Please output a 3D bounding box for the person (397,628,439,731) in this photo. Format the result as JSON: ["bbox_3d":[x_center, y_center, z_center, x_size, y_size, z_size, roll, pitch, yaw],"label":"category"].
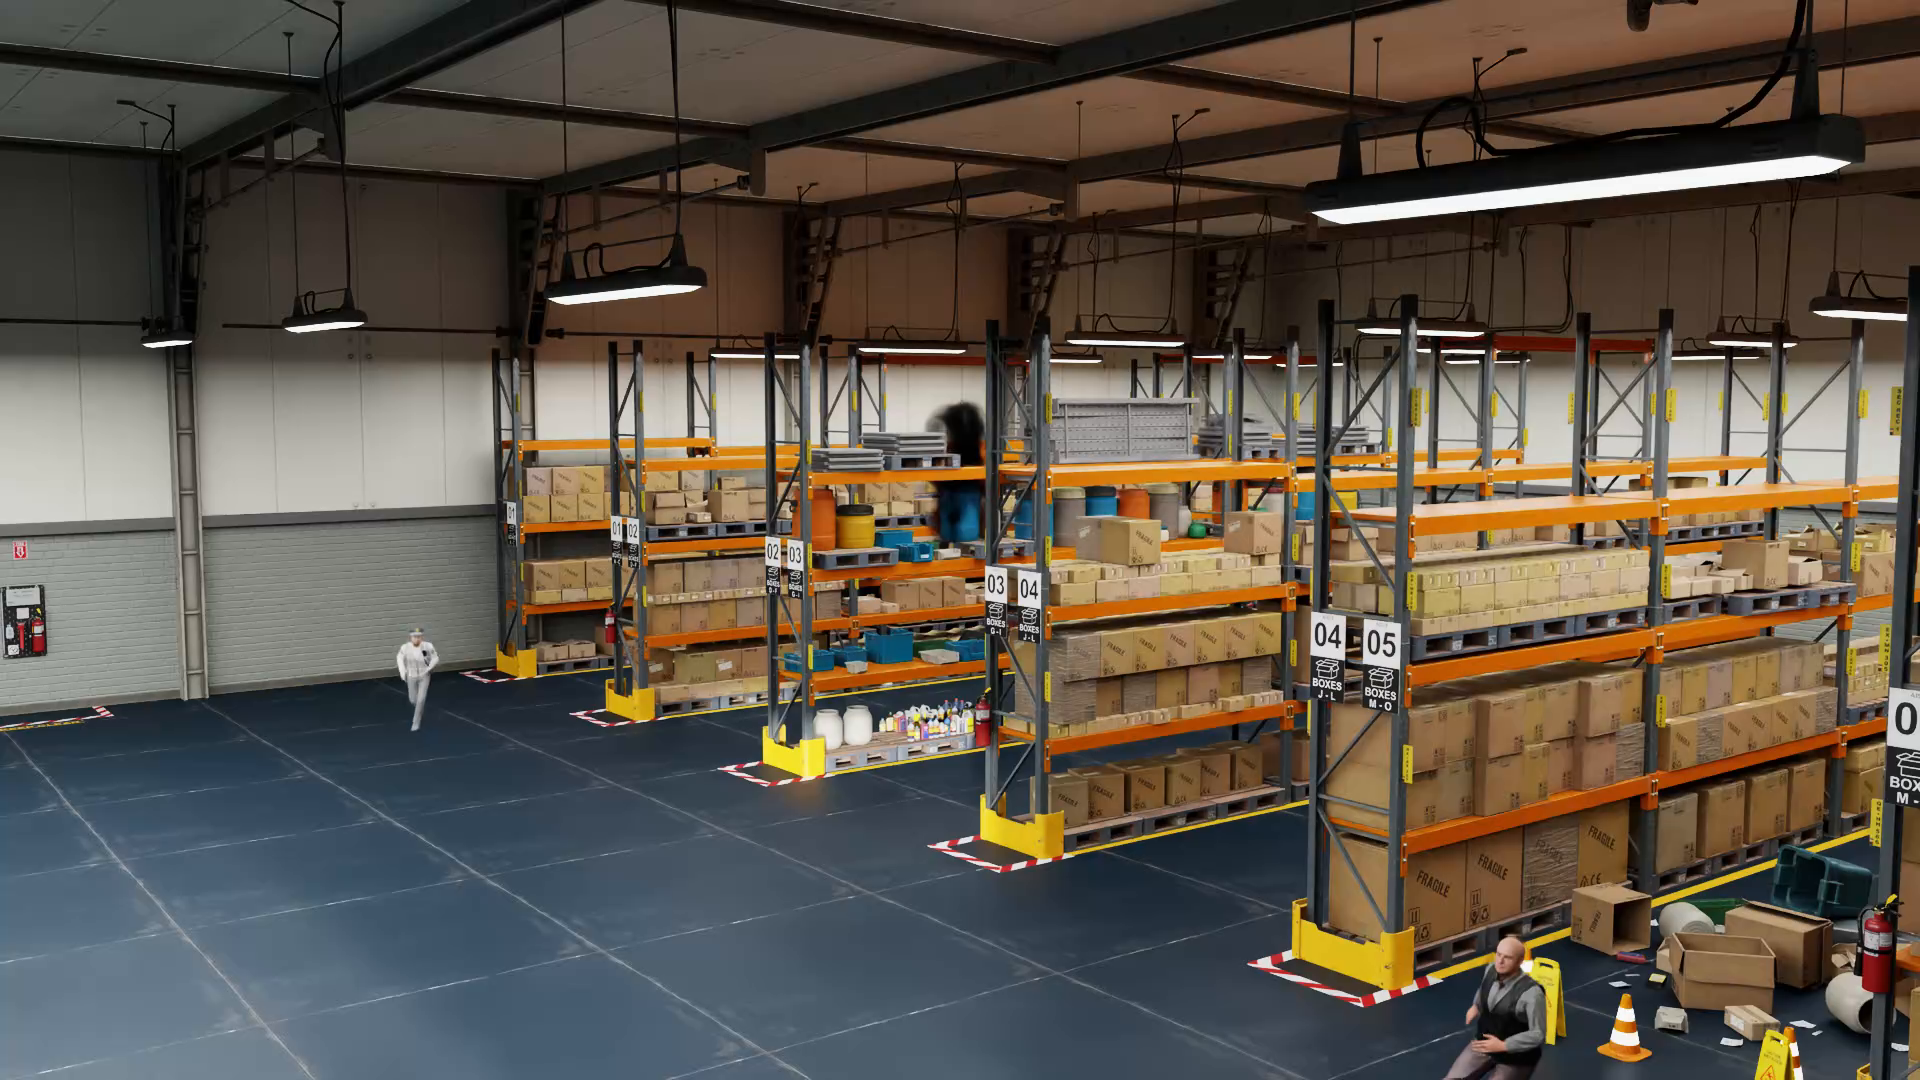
[{"bbox_3d":[-8.382,2.124,25.735,0.620,1.625,0.727,-1,5,-15],"label":"person"}]

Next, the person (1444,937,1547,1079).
[{"bbox_3d":[3.536,3.404,11.027,0.671,1.634,0.835,-4,6,-36],"label":"person"}]
